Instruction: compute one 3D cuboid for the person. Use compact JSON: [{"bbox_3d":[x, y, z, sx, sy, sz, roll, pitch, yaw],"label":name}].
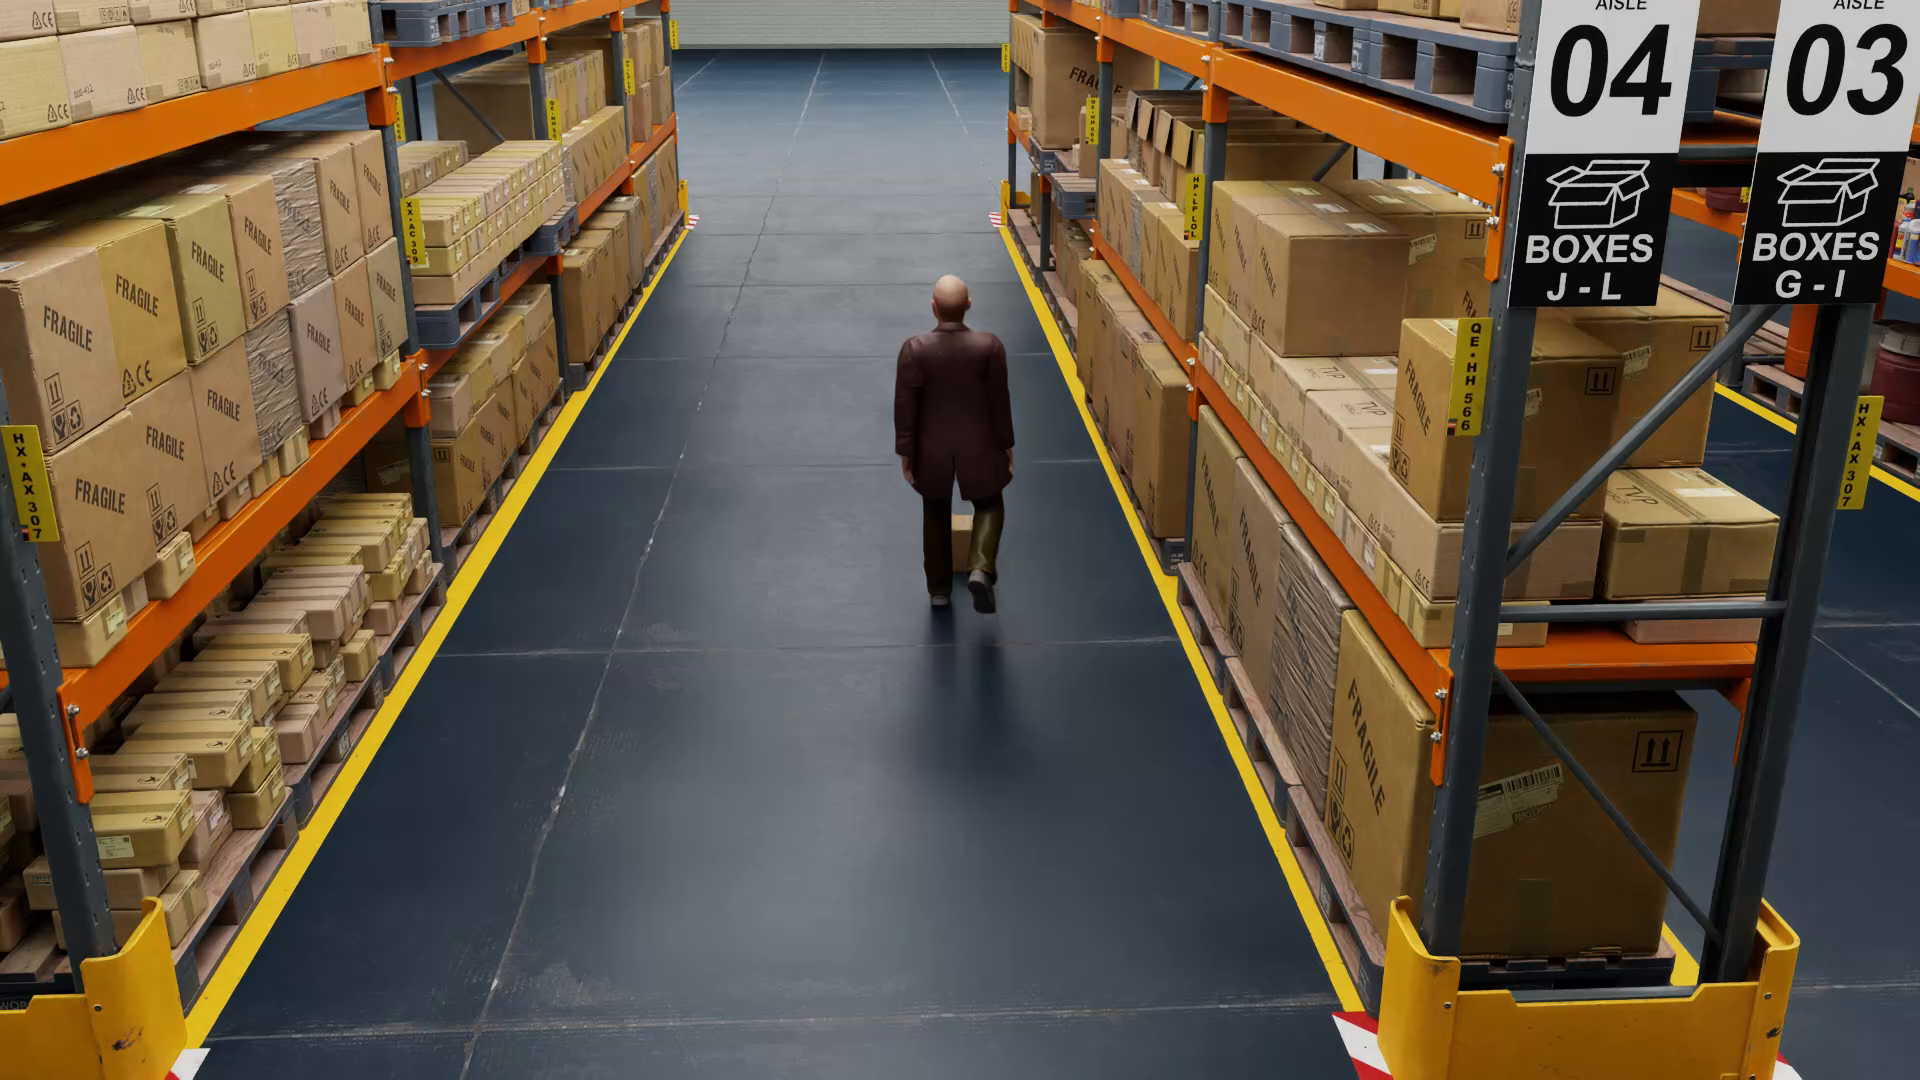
[{"bbox_3d":[-0.022,-0.465,8.317,0.597,1.764,0.802,1,20,3],"label":"person"}]
